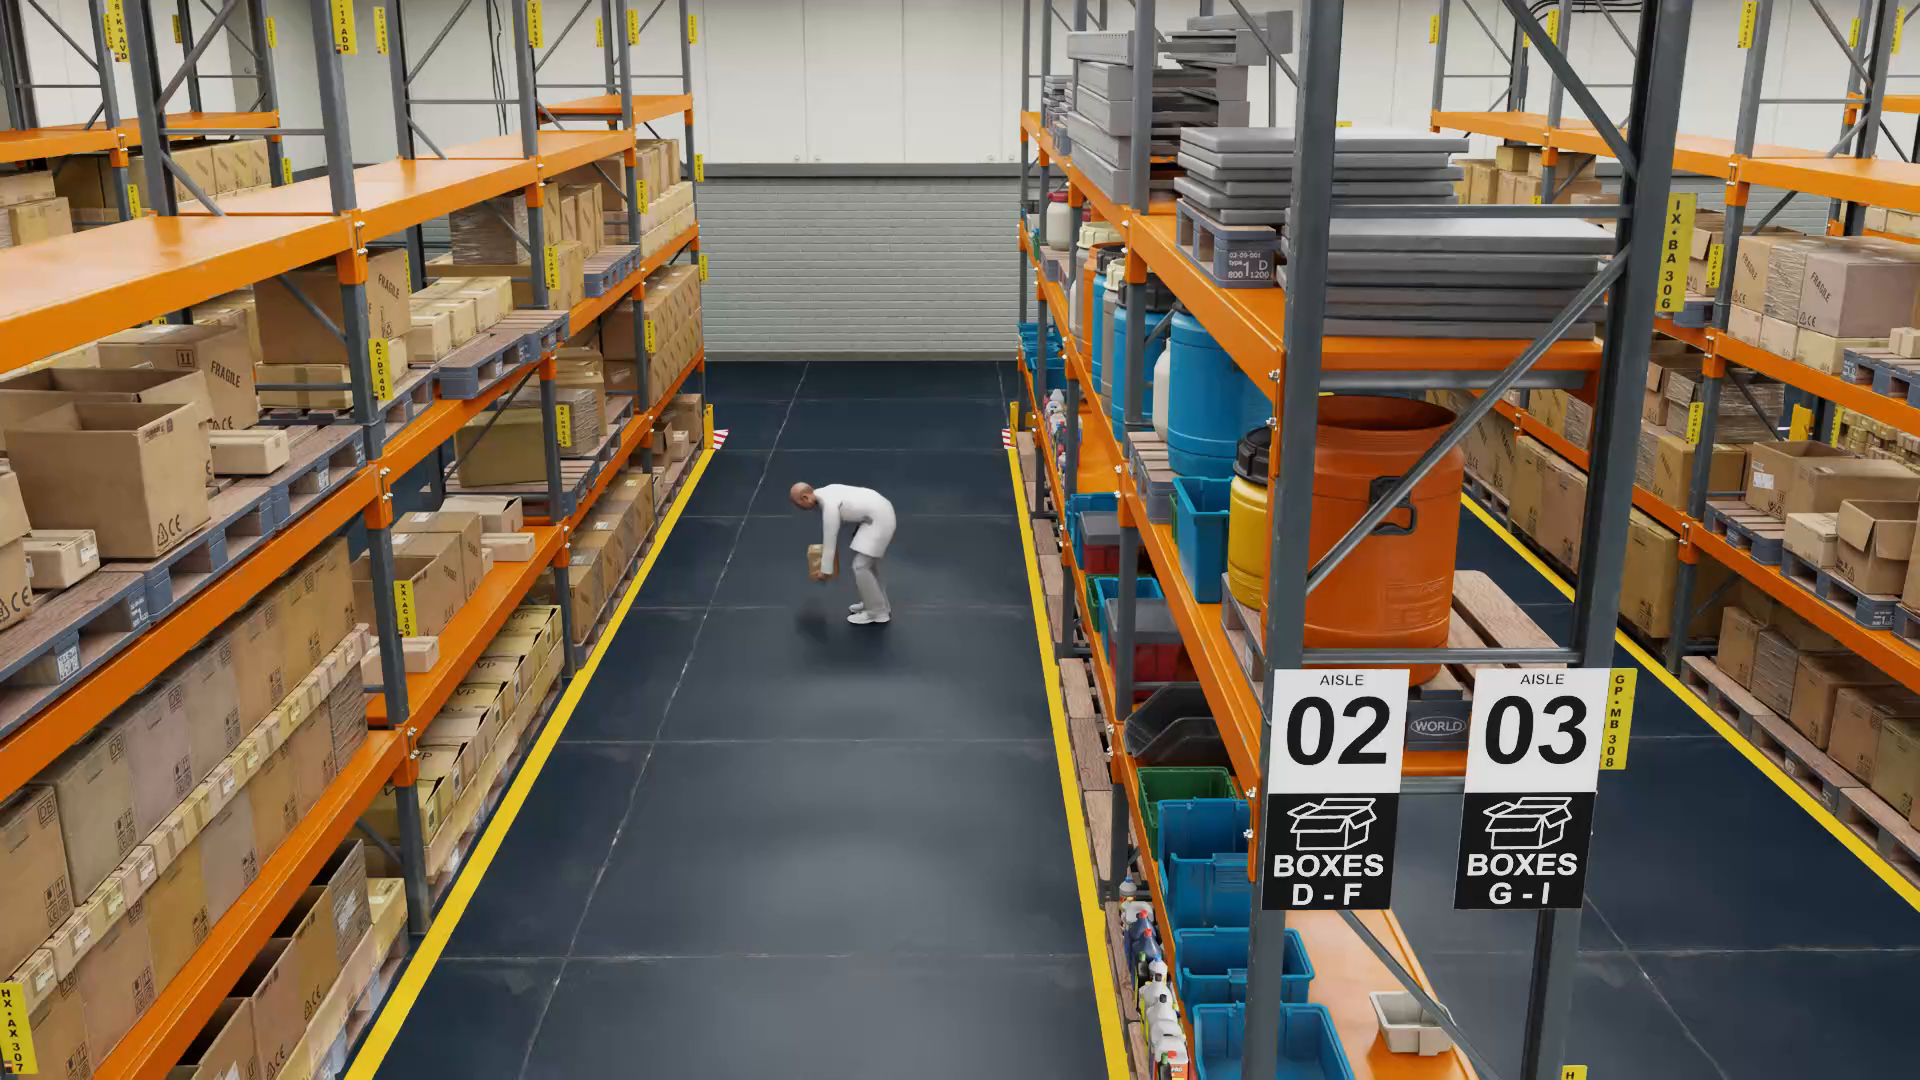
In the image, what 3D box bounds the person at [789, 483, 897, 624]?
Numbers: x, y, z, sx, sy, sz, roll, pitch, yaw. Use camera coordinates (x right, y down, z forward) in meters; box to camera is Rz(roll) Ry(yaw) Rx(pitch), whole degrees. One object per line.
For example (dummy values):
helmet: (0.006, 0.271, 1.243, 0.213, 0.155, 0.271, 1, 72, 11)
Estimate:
person: (-1.022, 0.110, 14.673, 0.929, 1.219, 0.559, -1, 17, -2)
